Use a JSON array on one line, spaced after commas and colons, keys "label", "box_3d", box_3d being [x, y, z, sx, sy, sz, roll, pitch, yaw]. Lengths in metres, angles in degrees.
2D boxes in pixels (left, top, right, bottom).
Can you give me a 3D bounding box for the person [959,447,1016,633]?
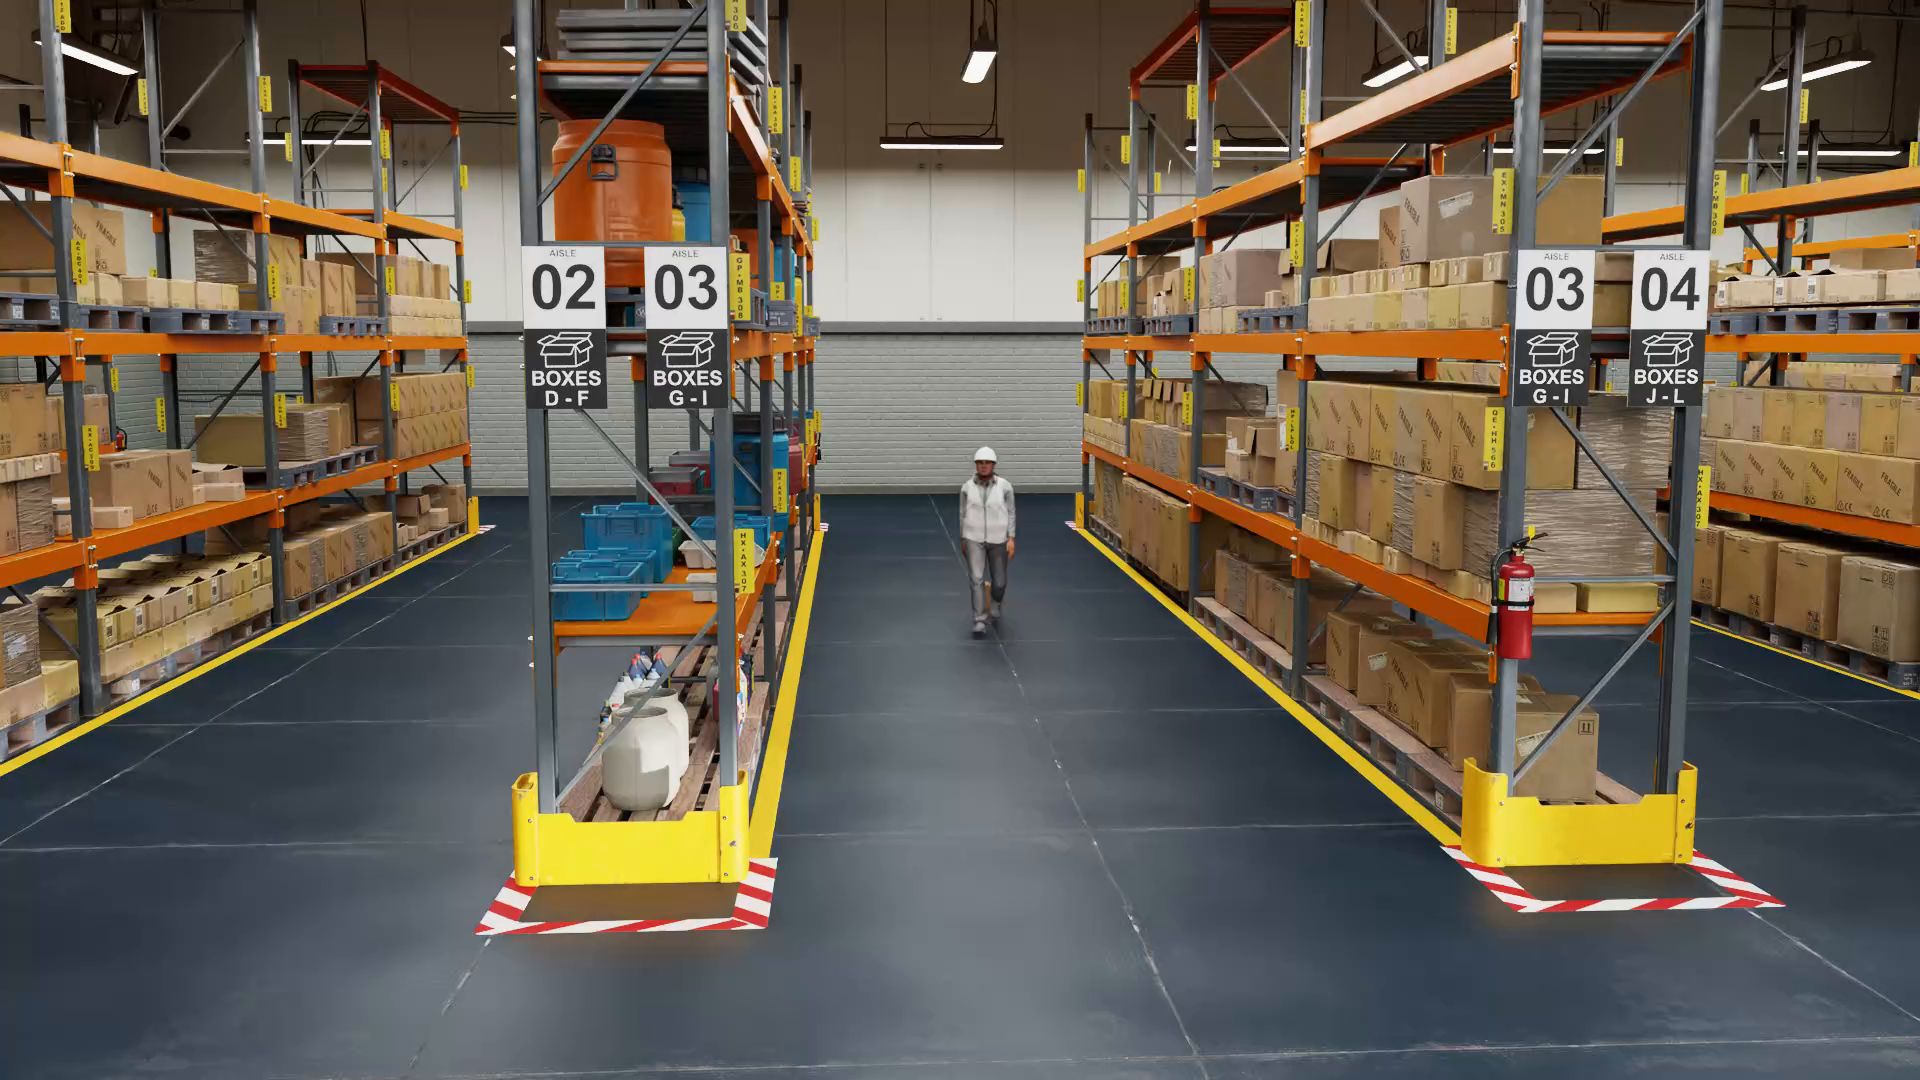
[{"label": "person", "box_3d": [0.261, -0.016, 15.792, 0.540, 1.740, 0.960, 0, 7, 2]}]
